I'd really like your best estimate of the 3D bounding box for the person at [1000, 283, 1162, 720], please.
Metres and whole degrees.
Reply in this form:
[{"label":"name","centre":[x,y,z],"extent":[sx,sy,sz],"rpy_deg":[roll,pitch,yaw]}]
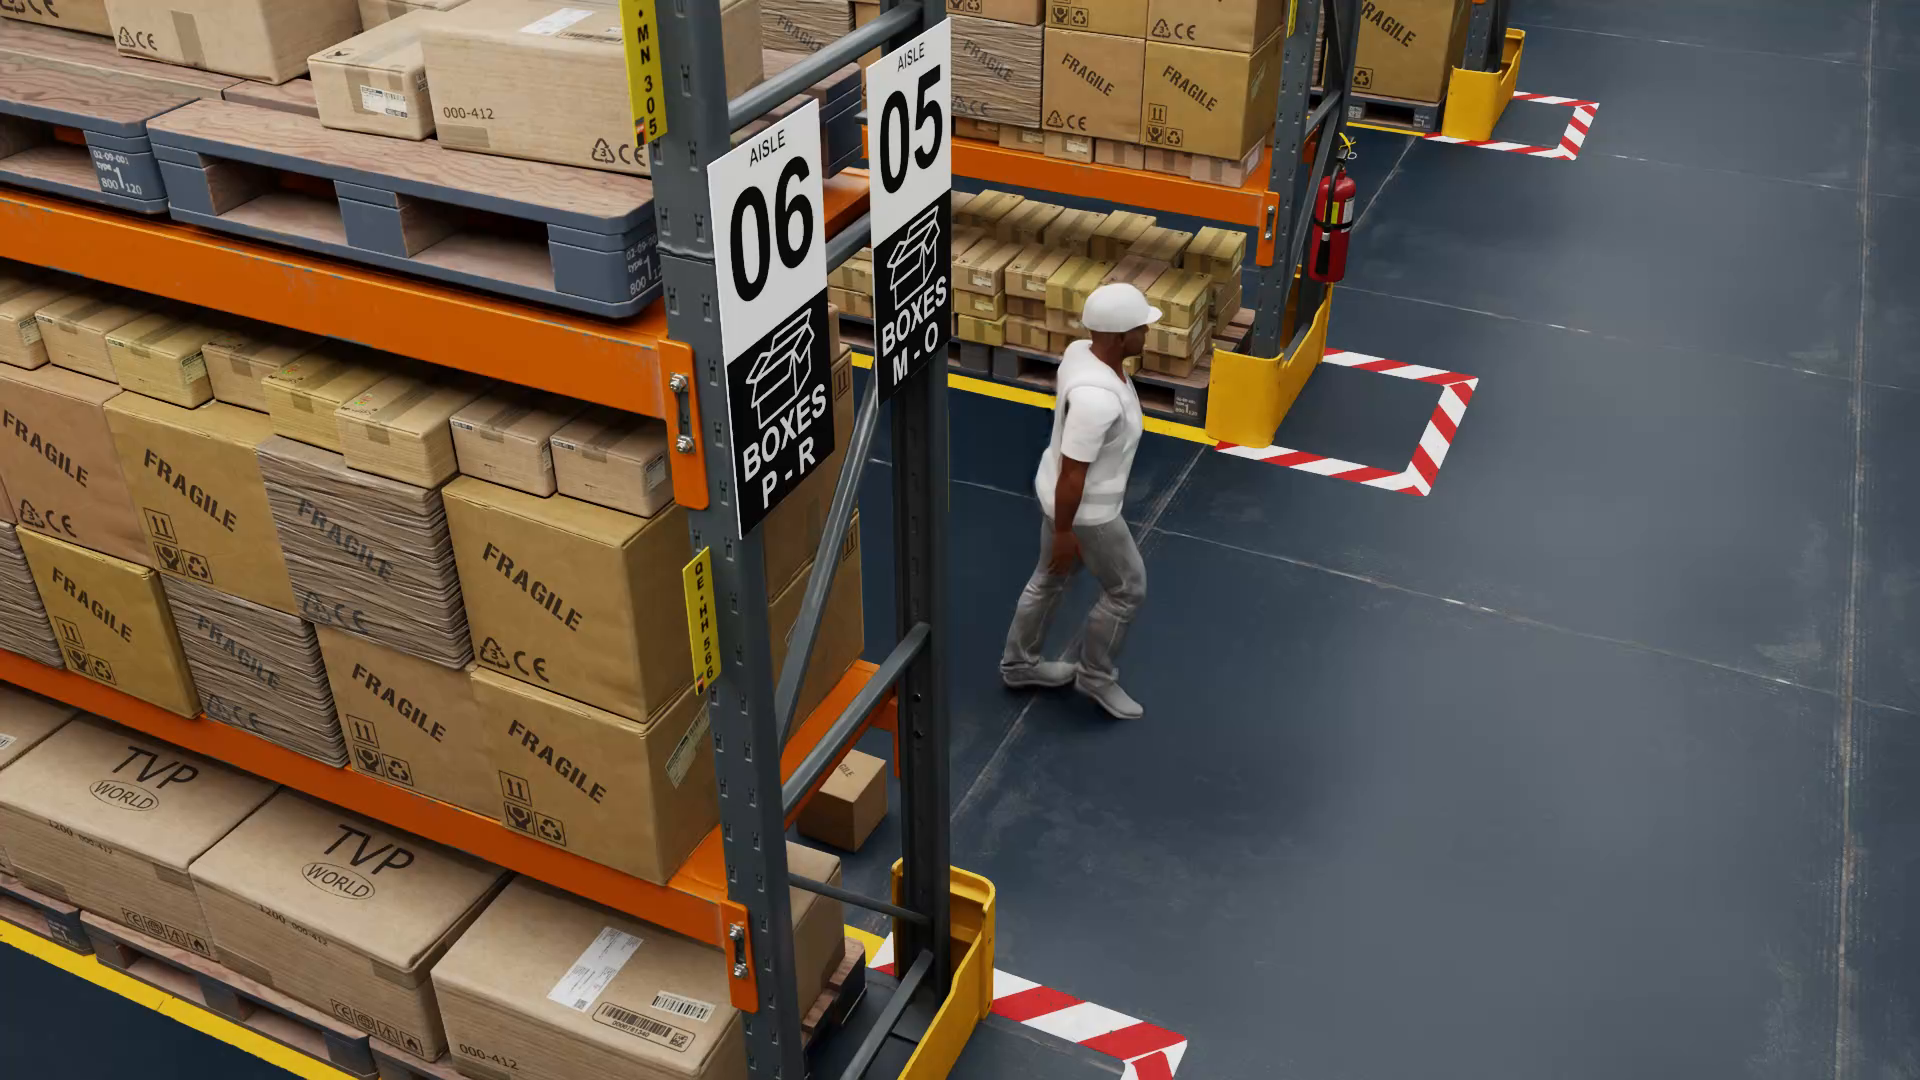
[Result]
[{"label":"person","centre":[0.442,-0.135,6.334],"extent":[0.570,1.784,0.606],"rpy_deg":[-3,34,-5]}]
